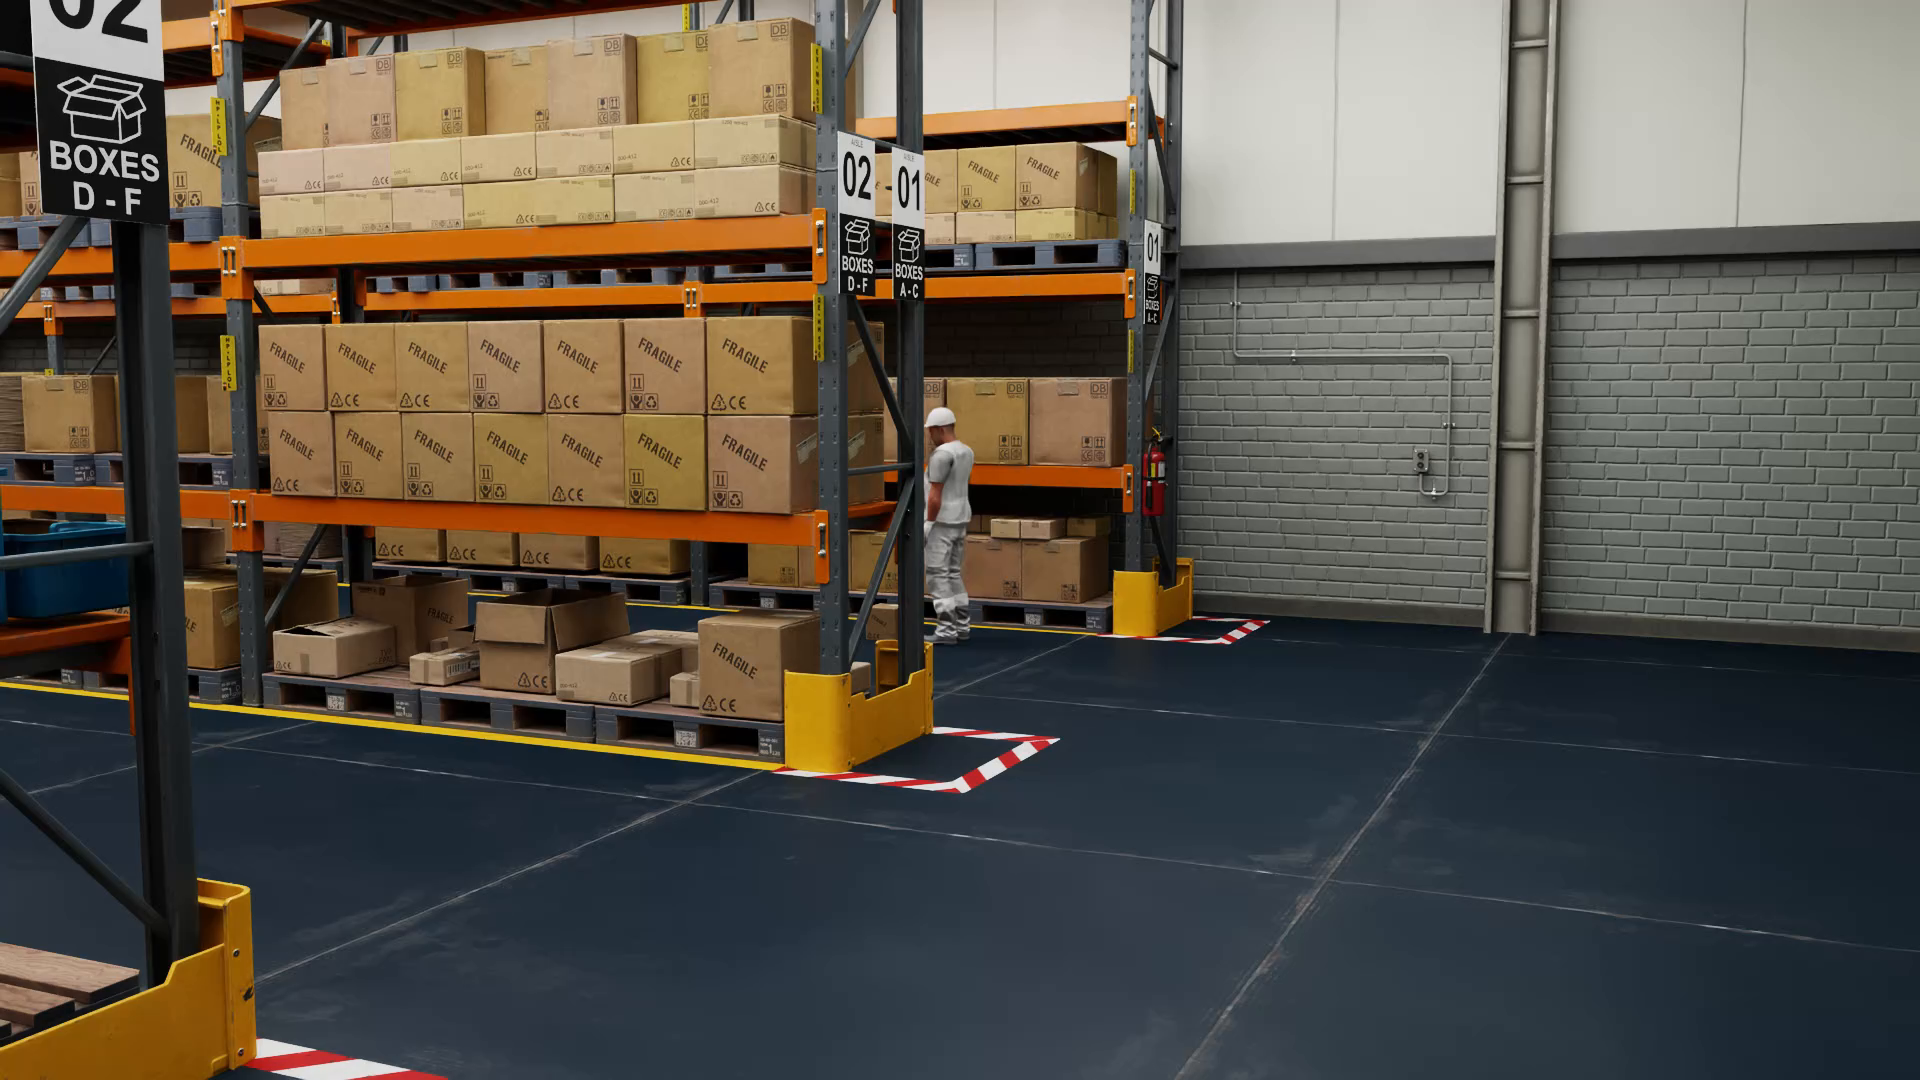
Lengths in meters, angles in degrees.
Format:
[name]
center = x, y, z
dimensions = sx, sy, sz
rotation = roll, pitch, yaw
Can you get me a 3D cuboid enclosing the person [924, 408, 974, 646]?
[person]
center = -0.117, -0.106, 12.520
dimensions = 0.364, 1.775, 0.529
rotation = 3, 6, 25
